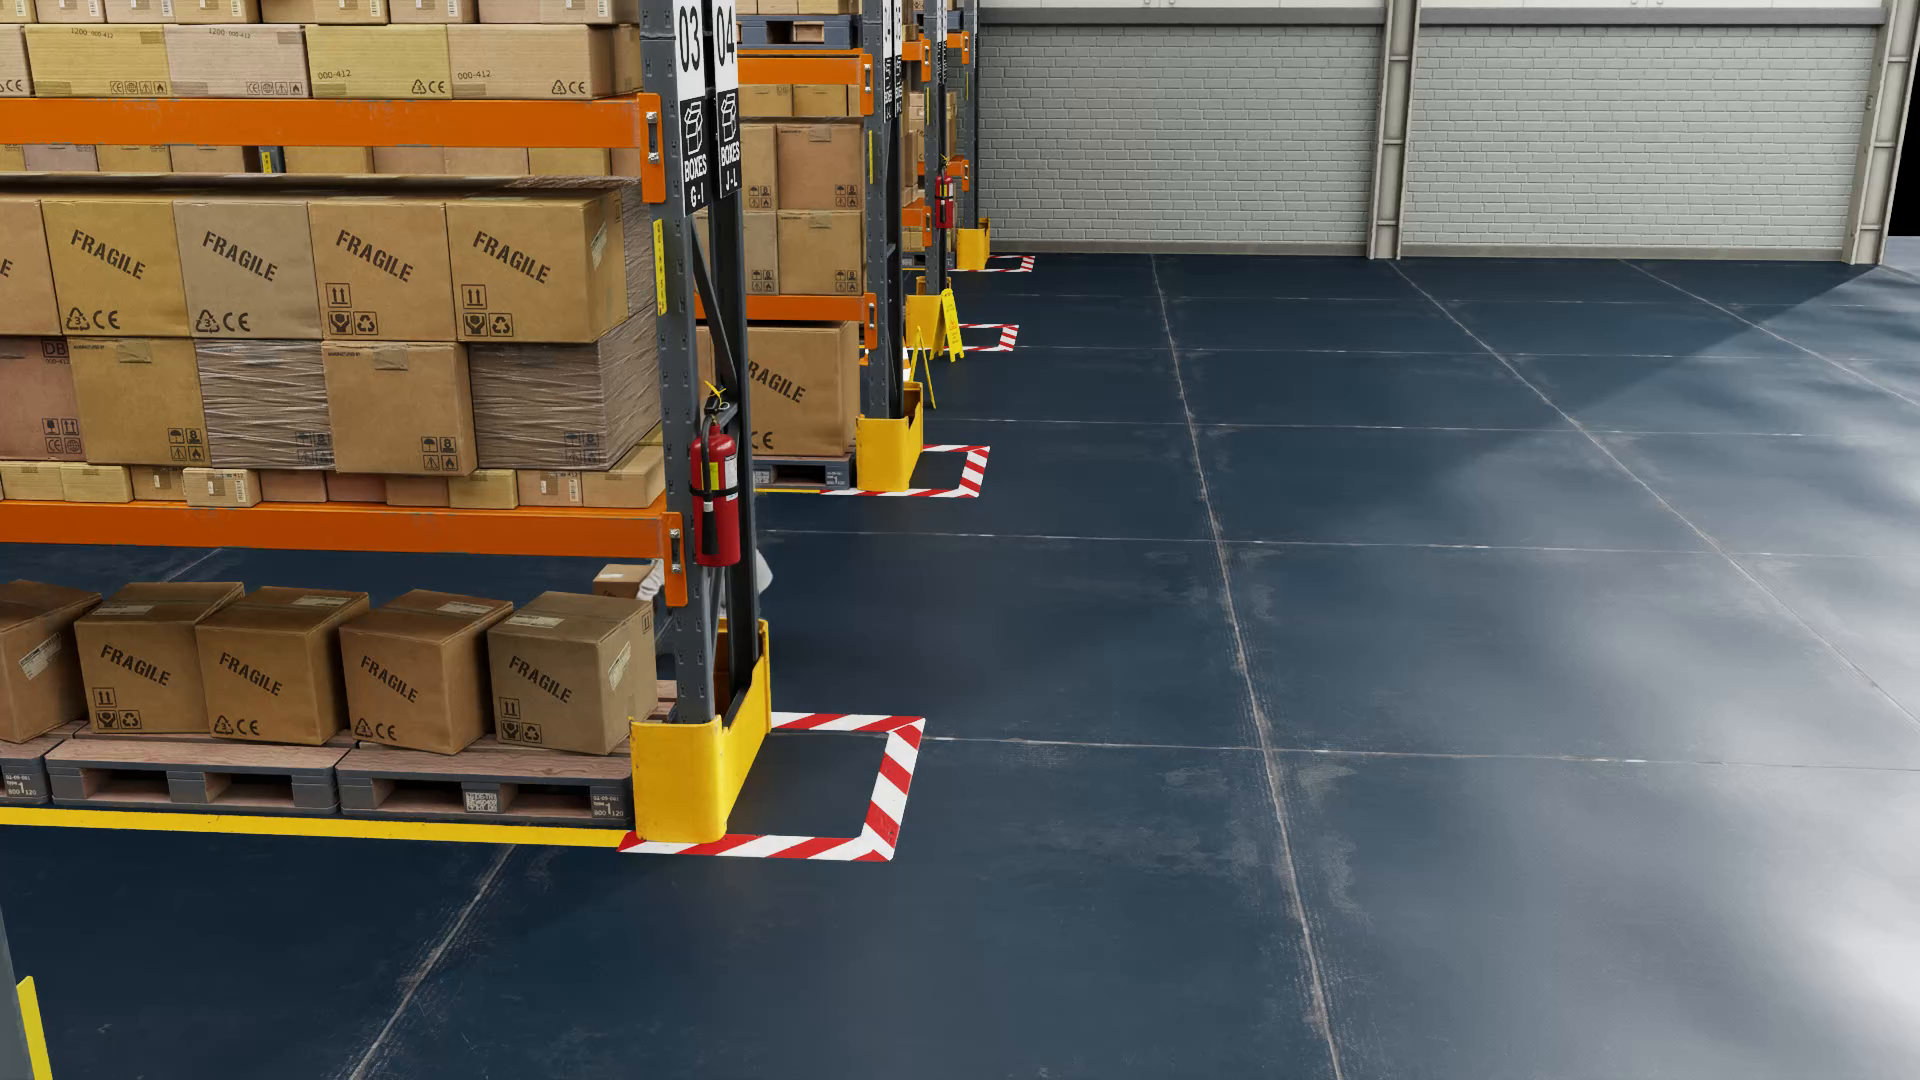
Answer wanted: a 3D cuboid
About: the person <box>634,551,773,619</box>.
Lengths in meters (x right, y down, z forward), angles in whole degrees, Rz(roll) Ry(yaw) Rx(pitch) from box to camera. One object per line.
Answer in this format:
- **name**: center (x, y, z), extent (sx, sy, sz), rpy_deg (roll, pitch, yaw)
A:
- **person**: center (-1.357, 0.153, 8.295), extent (0.839, 0.870, 0.460), rpy_deg (-5, 18, -14)
